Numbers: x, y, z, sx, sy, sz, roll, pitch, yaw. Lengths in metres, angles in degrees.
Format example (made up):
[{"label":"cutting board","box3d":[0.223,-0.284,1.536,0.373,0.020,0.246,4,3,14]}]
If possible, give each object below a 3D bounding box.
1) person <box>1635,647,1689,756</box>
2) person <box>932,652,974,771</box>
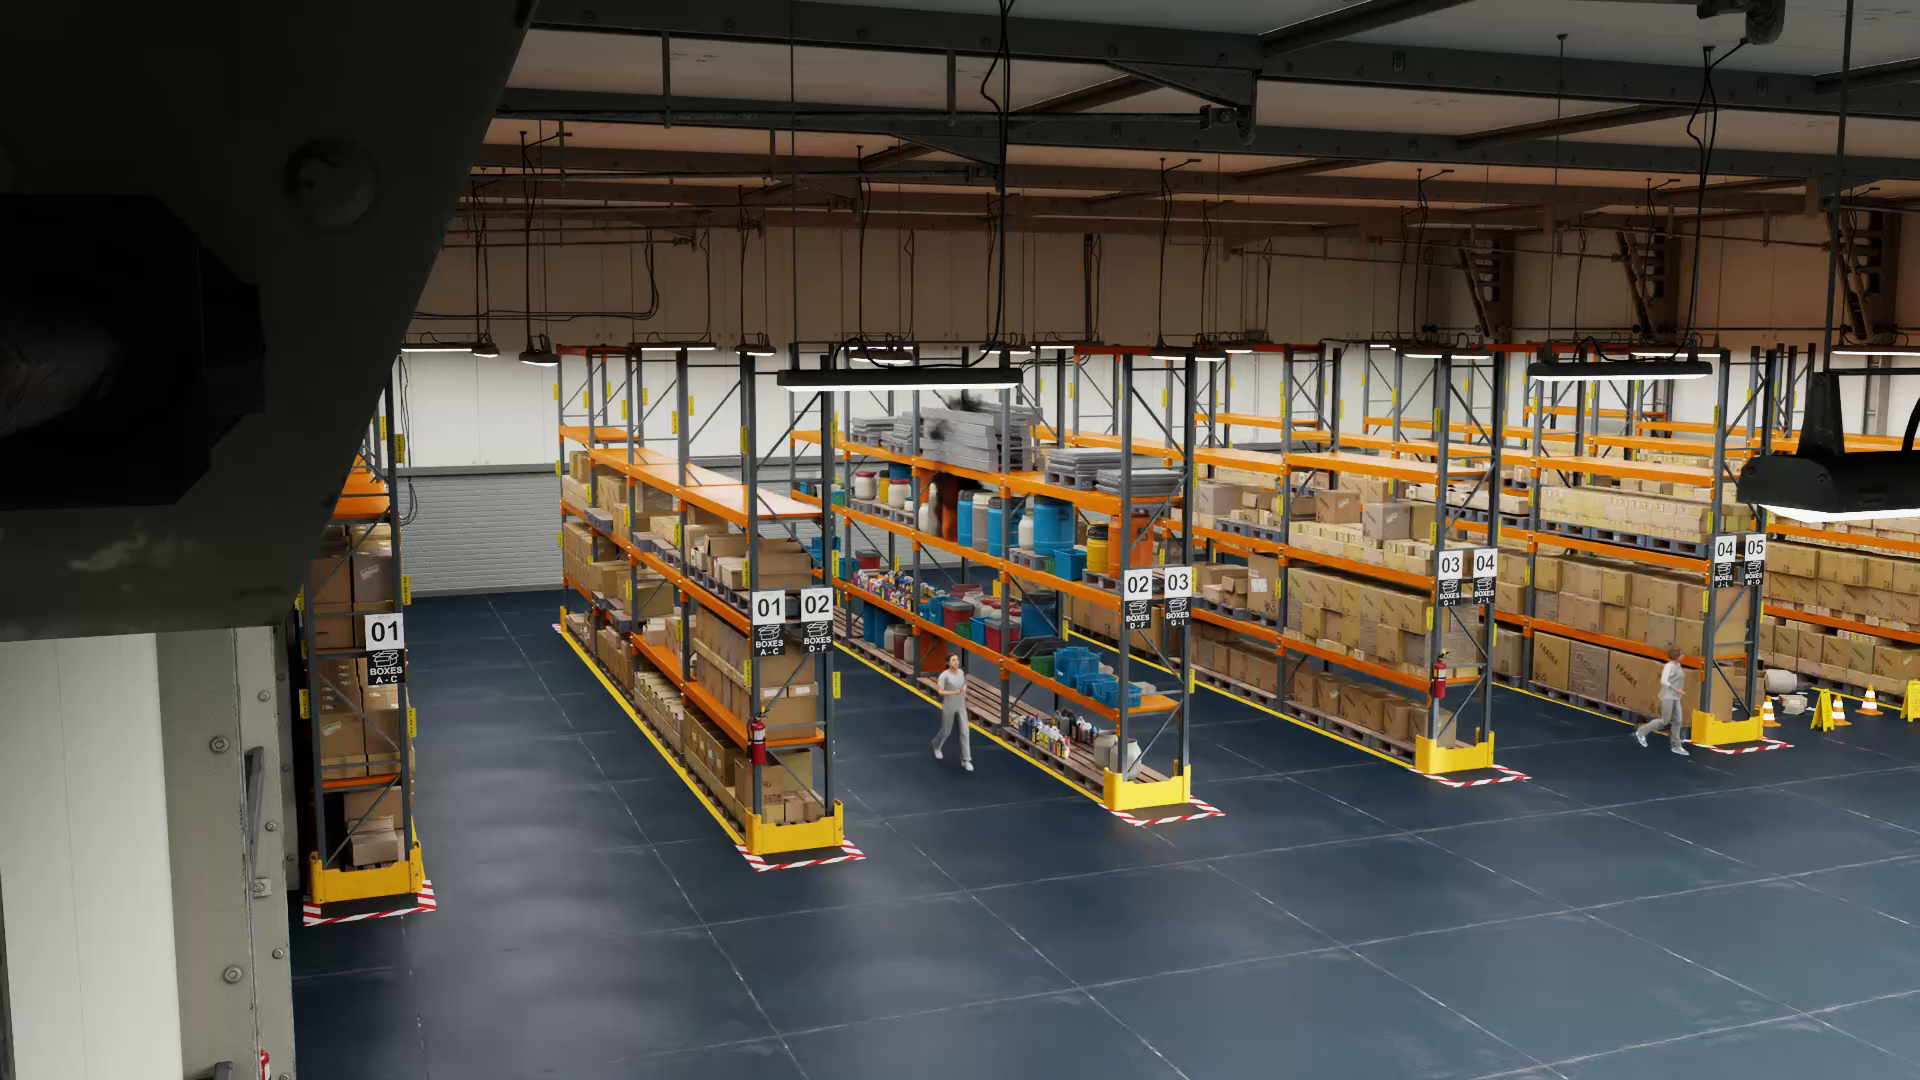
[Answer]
[{"label":"person","box3d":[10.645,2.384,24.984,0.777,1.585,0.594,6,10,42]},{"label":"person","box3d":[-0.092,2.432,24.009,0.564,1.652,0.970,-4,8,-30]}]
